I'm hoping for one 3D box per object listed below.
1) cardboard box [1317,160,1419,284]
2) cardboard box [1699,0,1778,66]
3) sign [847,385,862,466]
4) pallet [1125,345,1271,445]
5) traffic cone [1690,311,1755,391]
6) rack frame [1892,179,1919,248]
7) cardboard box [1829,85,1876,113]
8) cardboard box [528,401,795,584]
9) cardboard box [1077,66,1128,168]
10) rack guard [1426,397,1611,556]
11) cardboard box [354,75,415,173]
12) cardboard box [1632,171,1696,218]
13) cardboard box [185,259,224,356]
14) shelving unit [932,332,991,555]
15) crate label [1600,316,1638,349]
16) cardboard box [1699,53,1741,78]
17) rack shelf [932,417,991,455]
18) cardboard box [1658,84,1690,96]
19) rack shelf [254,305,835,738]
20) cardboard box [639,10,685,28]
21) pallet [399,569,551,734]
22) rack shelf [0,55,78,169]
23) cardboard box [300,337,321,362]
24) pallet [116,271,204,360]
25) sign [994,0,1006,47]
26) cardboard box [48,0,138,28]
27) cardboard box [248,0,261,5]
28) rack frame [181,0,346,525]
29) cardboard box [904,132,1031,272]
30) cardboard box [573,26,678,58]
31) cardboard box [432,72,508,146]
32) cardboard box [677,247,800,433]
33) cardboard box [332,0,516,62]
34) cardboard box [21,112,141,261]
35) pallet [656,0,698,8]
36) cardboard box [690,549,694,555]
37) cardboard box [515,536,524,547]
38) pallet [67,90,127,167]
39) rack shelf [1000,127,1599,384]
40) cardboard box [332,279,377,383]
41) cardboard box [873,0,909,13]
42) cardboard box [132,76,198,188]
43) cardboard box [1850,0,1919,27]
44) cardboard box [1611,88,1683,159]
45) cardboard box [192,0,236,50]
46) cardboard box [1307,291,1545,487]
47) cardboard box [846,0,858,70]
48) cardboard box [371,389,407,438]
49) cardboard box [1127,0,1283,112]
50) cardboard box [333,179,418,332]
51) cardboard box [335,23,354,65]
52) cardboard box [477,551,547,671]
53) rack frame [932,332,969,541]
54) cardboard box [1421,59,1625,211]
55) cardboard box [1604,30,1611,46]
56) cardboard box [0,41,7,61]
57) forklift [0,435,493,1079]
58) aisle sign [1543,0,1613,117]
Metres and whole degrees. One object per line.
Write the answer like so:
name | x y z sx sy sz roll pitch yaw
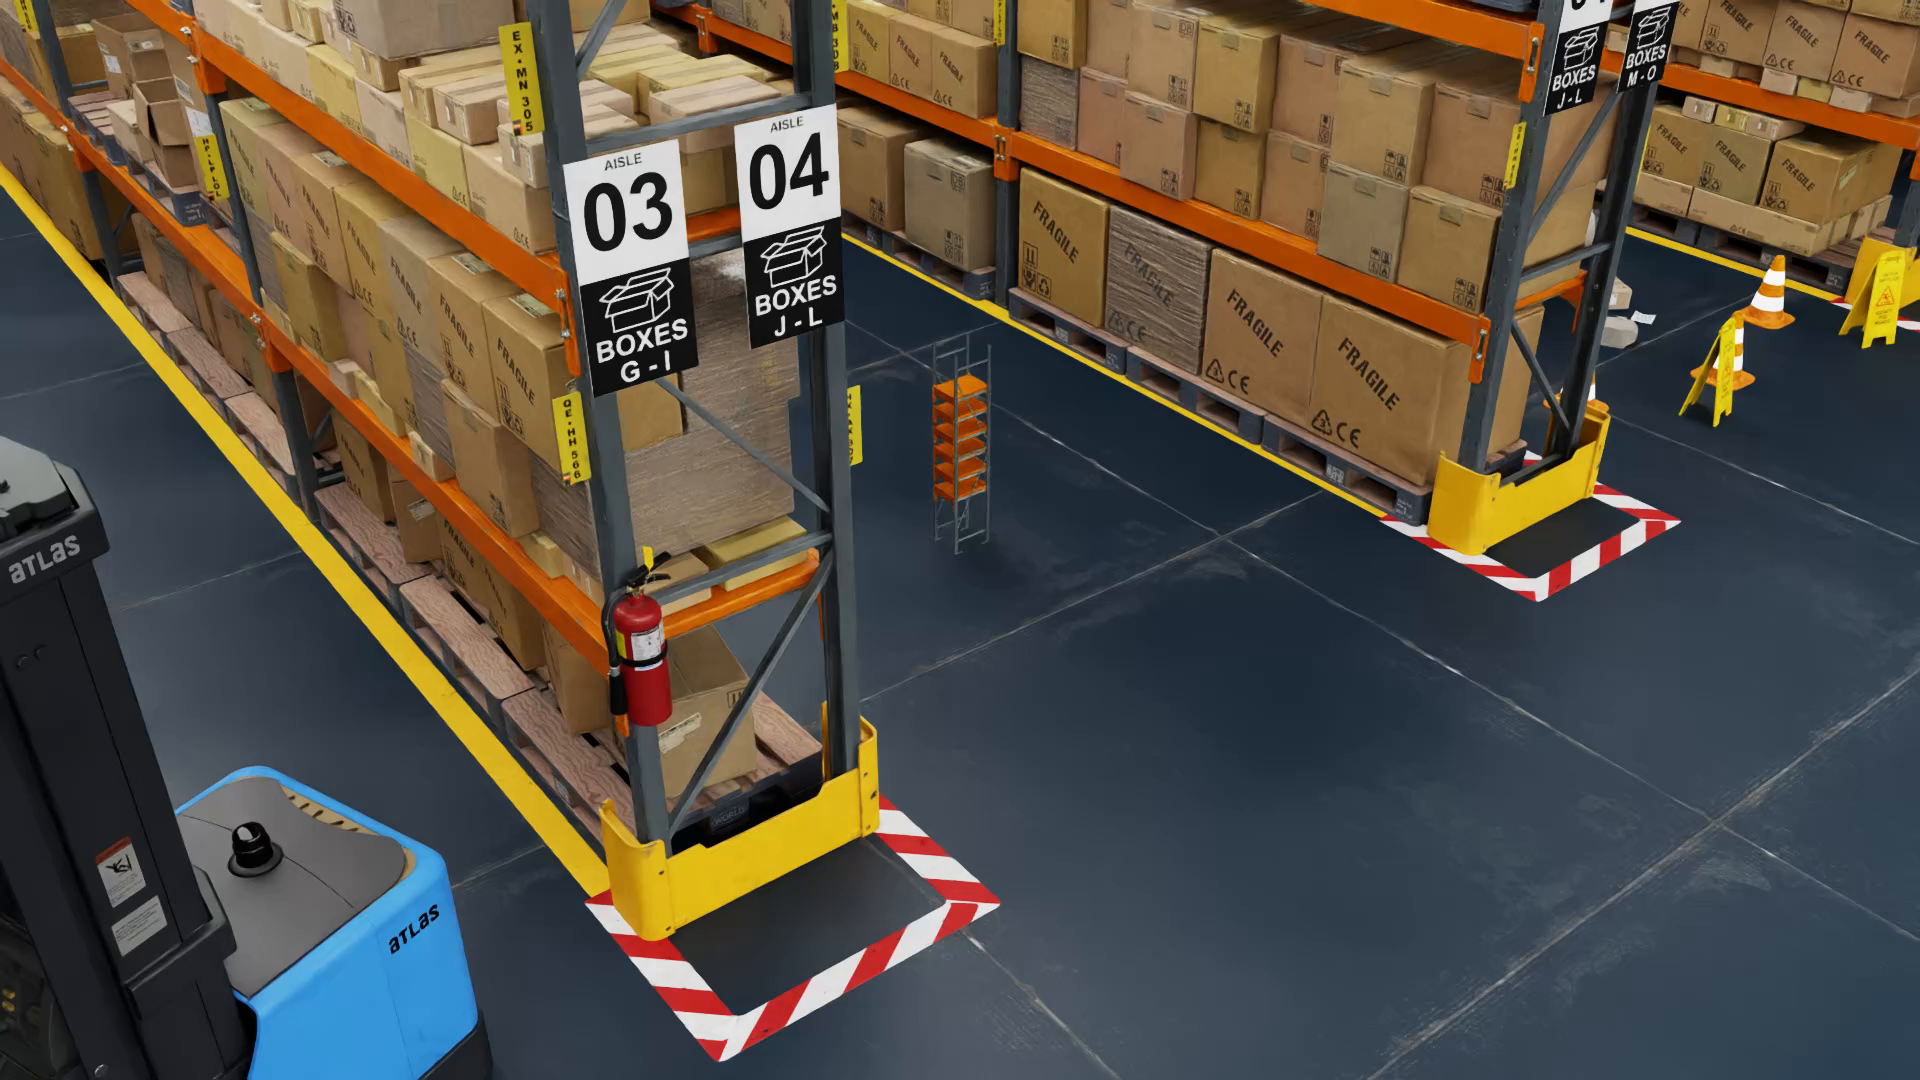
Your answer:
cardboard box | 2.518 -1.869 9.275 0.875 0.550 0.550 -22 38 -31
cardboard box | 5.826 -3.813 12.169 0.500 0.500 0.500 -22 38 -32
sign | -0.415 -0.424 6.269 0.100 0.325 0.005 -22 38 -31
pallet | 1.840 -1.075 10.781 1.003 0.211 1.213 -22 38 -31
traffic cone | 5.033 -1.270 10.857 0.336 0.463 0.334 -22 38 -31
rack frame | 6.984 -3.087 11.377 1.000 3.000 0.127 -22 38 -31
cardboard box | 6.343 -3.137 11.695 0.380 0.149 0.250 -23 38 -32
cardboard box | -1.159 -0.288 6.494 0.875 0.500 0.500 -22 38 -31
cardboard box | 1.274 -2.802 10.777 0.875 0.550 0.550 -22 38 -31
rack guard | 3.151 -0.372 9.374 1.175 0.500 0.348 -22 38 -31
cardboard box | -1.956 -1.634 6.336 0.500 0.250 0.500 -21 38 -30
cardboard box | 5.639 -2.782 13.094 0.500 0.250 0.500 -24 39 -33
cardboard box | -4.620 -1.606 10.945 0.700 0.500 0.500 -19 37 -28
shelving unit | 0.009 -0.504 8.924 0.258 1.200 0.189 -22 38 -31
crate label | 4.502 -1.440 11.438 0.298 0.136 0.250 12 34 19
cardboard box | 5.746 -3.577 12.405 0.380 0.149 0.250 -23 38 -32
rack shelf | 0.009 -0.568 8.884 0.258 0.103 0.180 -22 38 -31
cardboard box | 5.733 -3.500 13.539 0.500 0.500 0.500 -20 37 -29
rack shelf | -2.070 -0.409 7.747 1.077 0.370 4.000 -22 38 -31
cardboard box | -2.714 -4.620 15.106 0.500 0.250 0.500 -22 38 -31
pallet | -2.105 0.414 8.383 1.003 0.211 1.213 -22 38 -31
rack shelf | -6.976 -3.743 13.115 1.077 0.370 4.000 -22 38 -31
cardboard box | -3.084 -1.051 8.337 0.380 0.149 0.250 -22 38 -31
pallet | -5.271 -1.704 11.794 1.003 0.211 1.213 -22 38 -31
sign | 0.261 -3.389 10.841 0.100 0.325 0.005 -22 38 -31
cardboard box | -6.185 -3.994 11.791 0.797 0.503 0.637 -21 37 -30
cardboard box | -2.974 -2.483 7.327 0.380 0.149 0.250 -22 38 -31
rack frame | -3.297 -1.548 8.899 1.000 3.000 0.127 -22 38 -31
cardboard box | 0.232 -2.563 12.268 1.050 0.750 0.750 -22 38 -32
cardboard box | -1.275 -1.792 6.213 0.380 0.149 0.250 -21 37 -30
cardboard box | -1.582 -1.500 5.744 0.380 0.149 0.250 -24 39 -33
cardboard box | -0.966 -0.792 6.358 0.500 0.500 0.500 -22 38 -31
cardboard box | -1.994 -2.100 6.095 0.500 0.500 0.500 -22 38 -31
cardboard box | -6.156 -2.785 12.507 1.225 0.875 0.875 -24 39 -33
pallet | -2.291 -4.959 14.573 1.213 0.211 1.003 -22 38 -31
cardboard box | -0.968 -0.080 6.775 0.380 0.149 0.250 -22 38 -31
cardboard box | -1.670 -0.127 6.850 0.380 0.149 0.250 -22 38 -31
pallet | -5.228 -2.871 11.211 1.213 0.211 1.003 -22 38 -31
rack shelf | 1.910 -1.971 10.263 1.077 0.370 4.000 -22 38 -31
cardboard box | -2.405 -1.114 7.823 0.875 0.500 0.500 -22 38 -31
cardboard box | -0.252 -4.207 12.139 0.700 0.500 0.500 -22 38 -31
cardboard box | -4.433 -2.463 9.876 0.797 0.503 0.637 -18 36 -27
cardboard box | 6.499 -3.823 11.238 0.700 0.500 0.500 -23 39 -33
cardboard box | 5.334 -3.314 13.240 0.500 0.500 0.500 -20 37 -29
cardboard box | -3.223 -2.488 7.712 0.500 0.250 0.500 -24 39 -33
cardboard box | 2.668 -0.981 9.601 0.875 0.875 0.875 -22 38 -31
cardboard box | -0.781 -3.916 12.617 0.500 0.500 0.500 -23 38 -32
cardboard box | -2.472 -0.633 7.665 0.380 0.149 0.250 -22 38 -31
cardboard box | 1.534 -3.007 10.083 0.875 0.550 0.550 -22 38 -31
cardboard box | -2.292 -1.250 7.096 0.500 0.500 0.500 -22 38 -31
cardboard box | -2.184 -1.949 6.467 0.380 0.149 0.250 -24 39 -34
cardboard box | -1.976 0.232 8.005 0.500 0.500 0.500 -19 36 -27
rack frame | -0.047 -0.542 8.985 0.240 1.200 0.006 -22 38 -31
cardboard box | 2.939 -2.133 8.676 0.875 0.550 0.550 -22 38 -31
cardboard box | 5.166 -4.008 13.098 0.380 0.149 0.250 -22 38 -32
cardboard box | -7.181 -4.020 12.785 0.500 0.500 0.500 -21 38 -31
forklift | -2.897 1.246 4.465 1.130 2.935 3.031 18 36 26
aisle sign | 2.943 -2.421 7.841 0.394 0.787 0.004 -22 38 -31
